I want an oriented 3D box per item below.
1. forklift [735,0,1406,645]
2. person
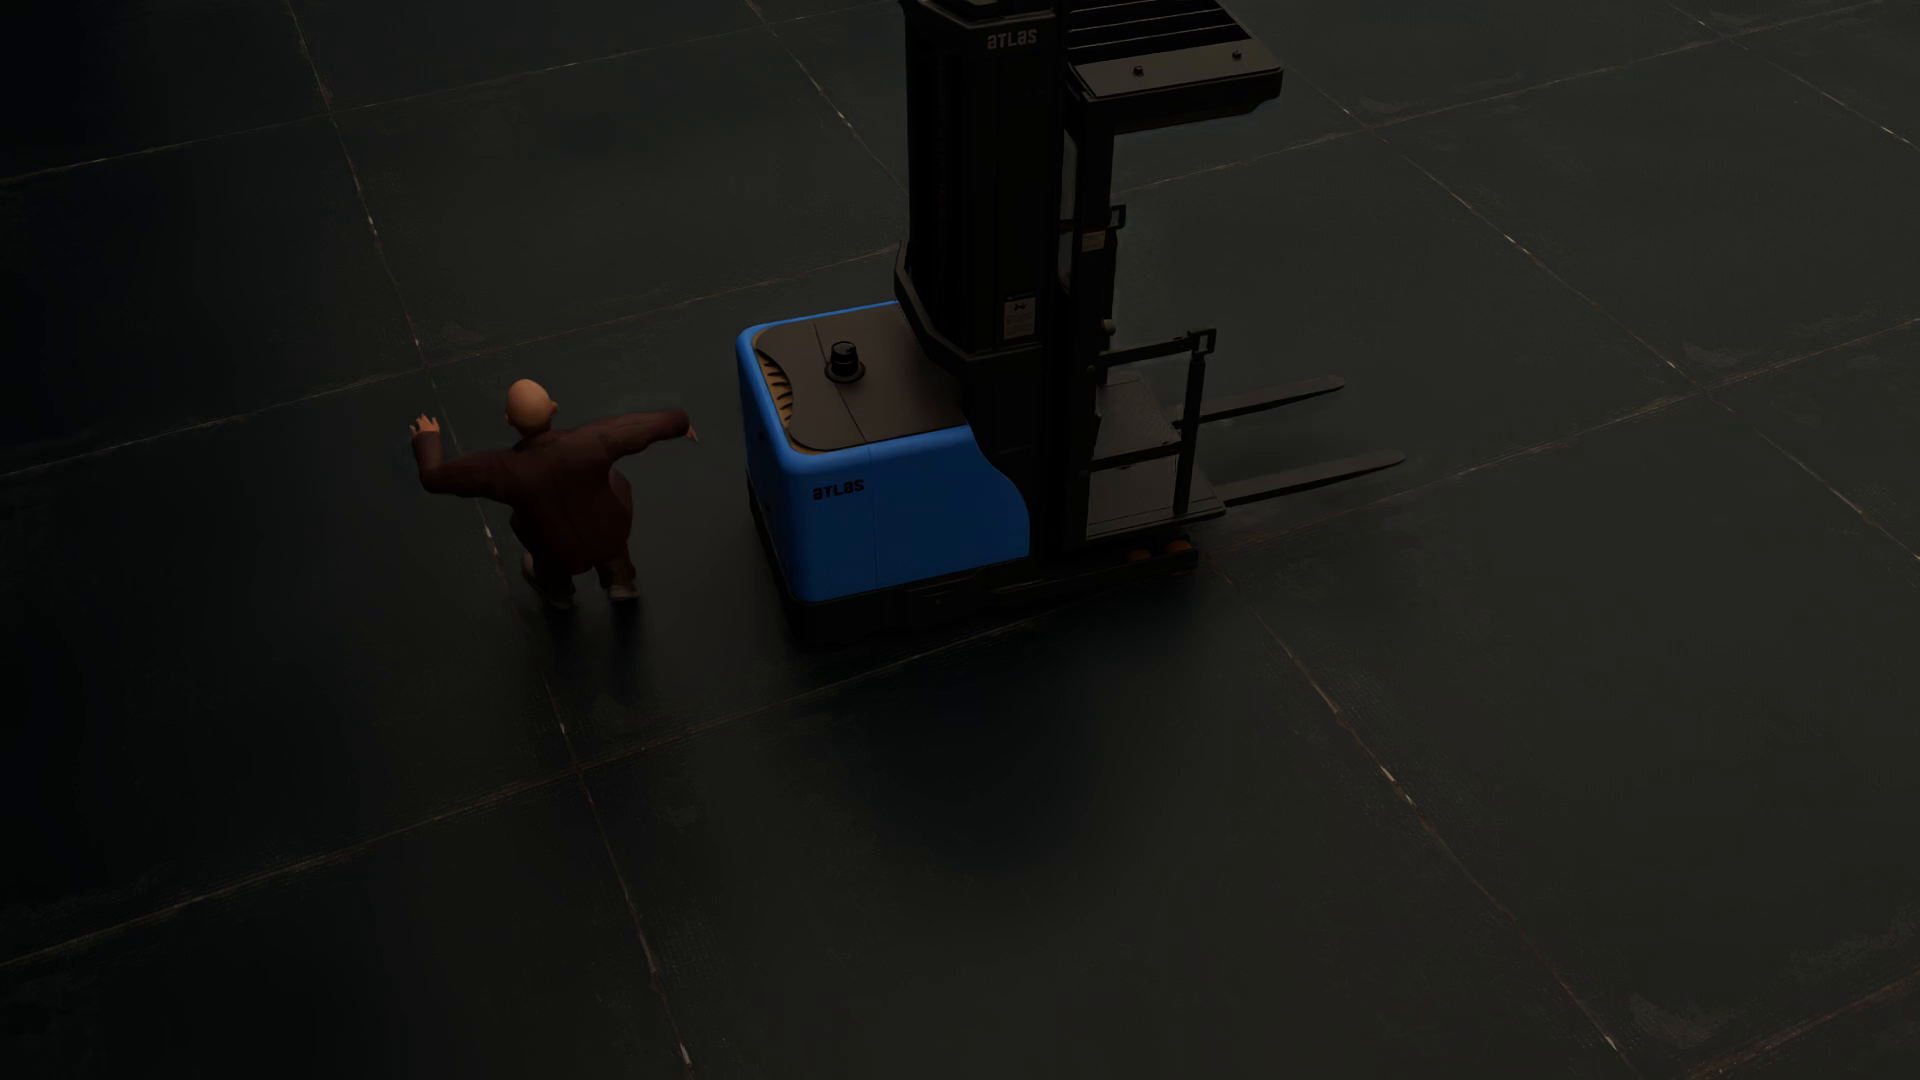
[{"bbox_3d":[0.581,-1.201,6.967,3.031,2.935,1.130,-12,44,-13],"label":"forklift"},{"bbox_3d":[-1.643,-0.219,6.951,1.118,1.522,0.872,-17,46,-18],"label":"person"}]
